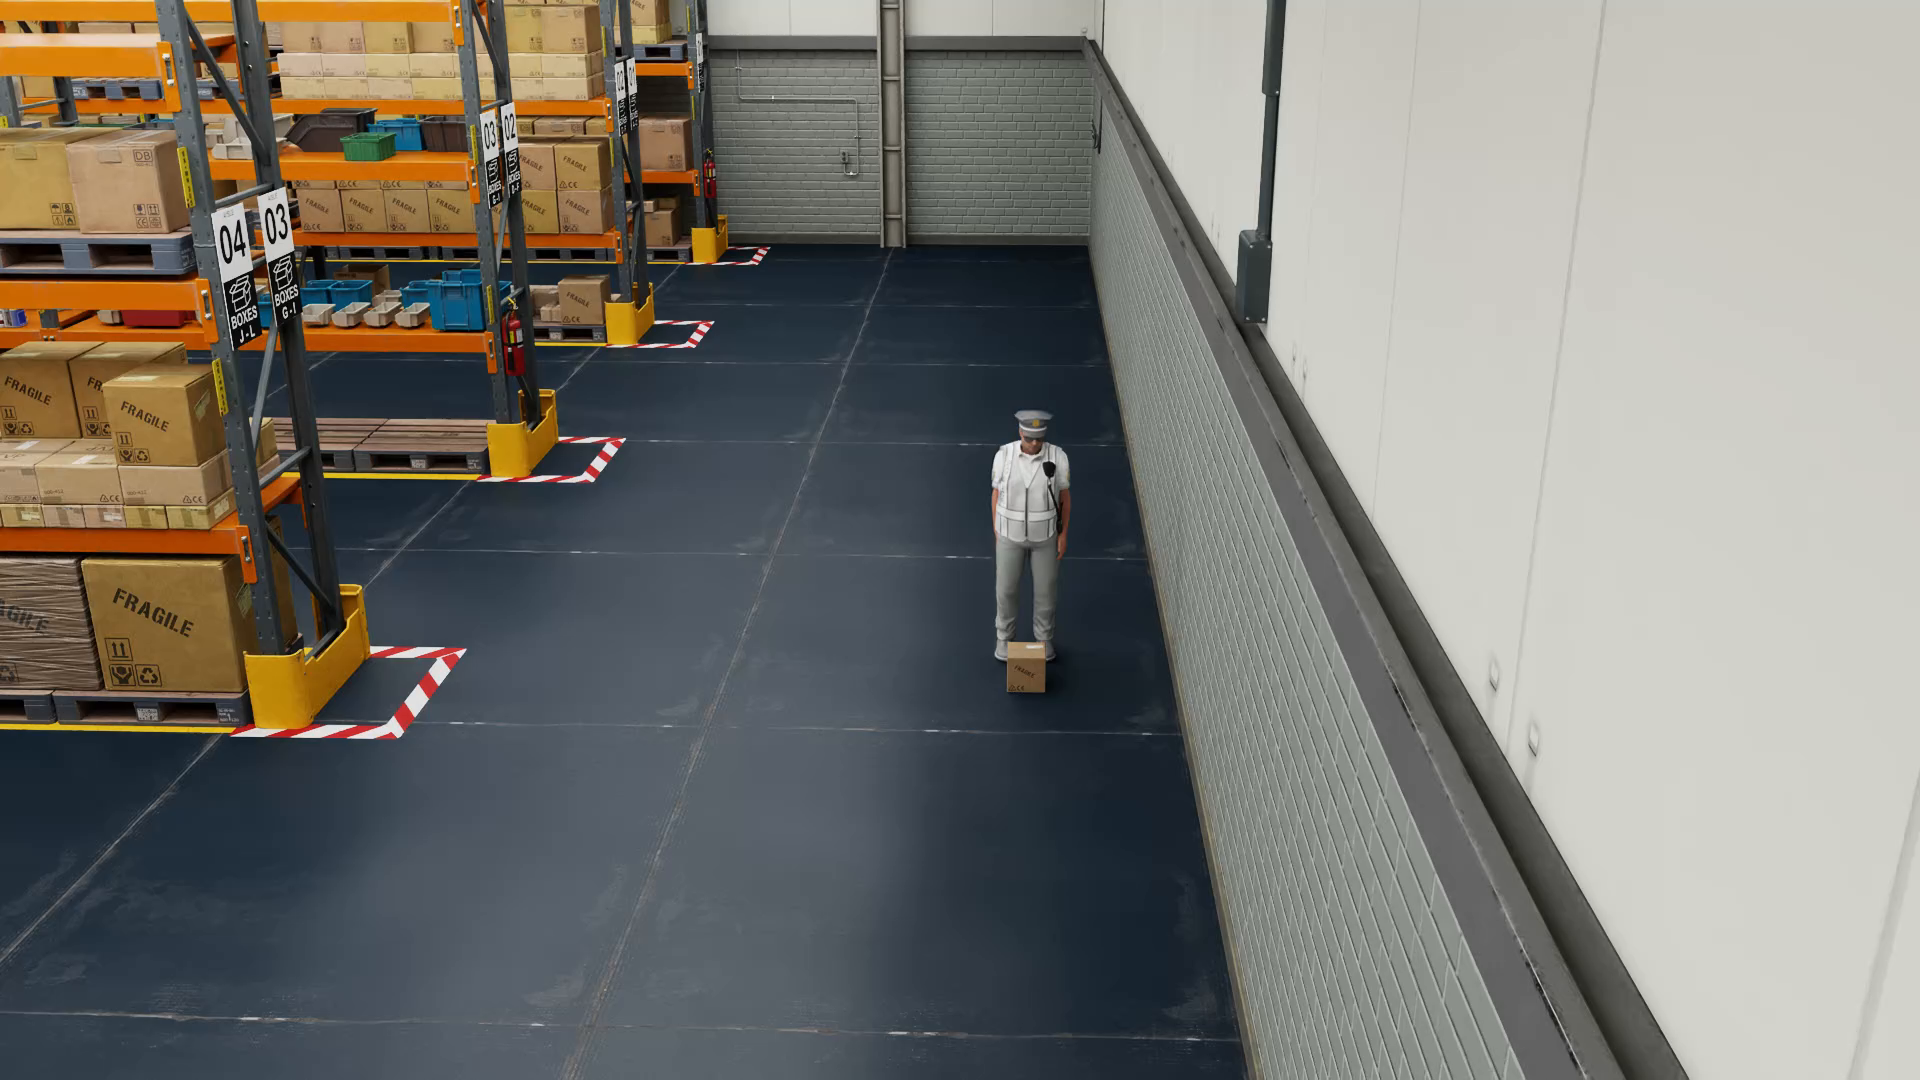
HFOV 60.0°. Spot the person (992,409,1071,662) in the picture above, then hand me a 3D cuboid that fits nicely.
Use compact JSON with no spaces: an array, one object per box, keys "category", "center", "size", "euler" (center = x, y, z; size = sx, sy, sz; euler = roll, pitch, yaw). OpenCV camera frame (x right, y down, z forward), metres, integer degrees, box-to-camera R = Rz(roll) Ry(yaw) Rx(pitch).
[{"category":"person","center":[0.475,-0.034,11.183],"size":[0.530,1.740,0.391],"euler":[1,21,3]}]
